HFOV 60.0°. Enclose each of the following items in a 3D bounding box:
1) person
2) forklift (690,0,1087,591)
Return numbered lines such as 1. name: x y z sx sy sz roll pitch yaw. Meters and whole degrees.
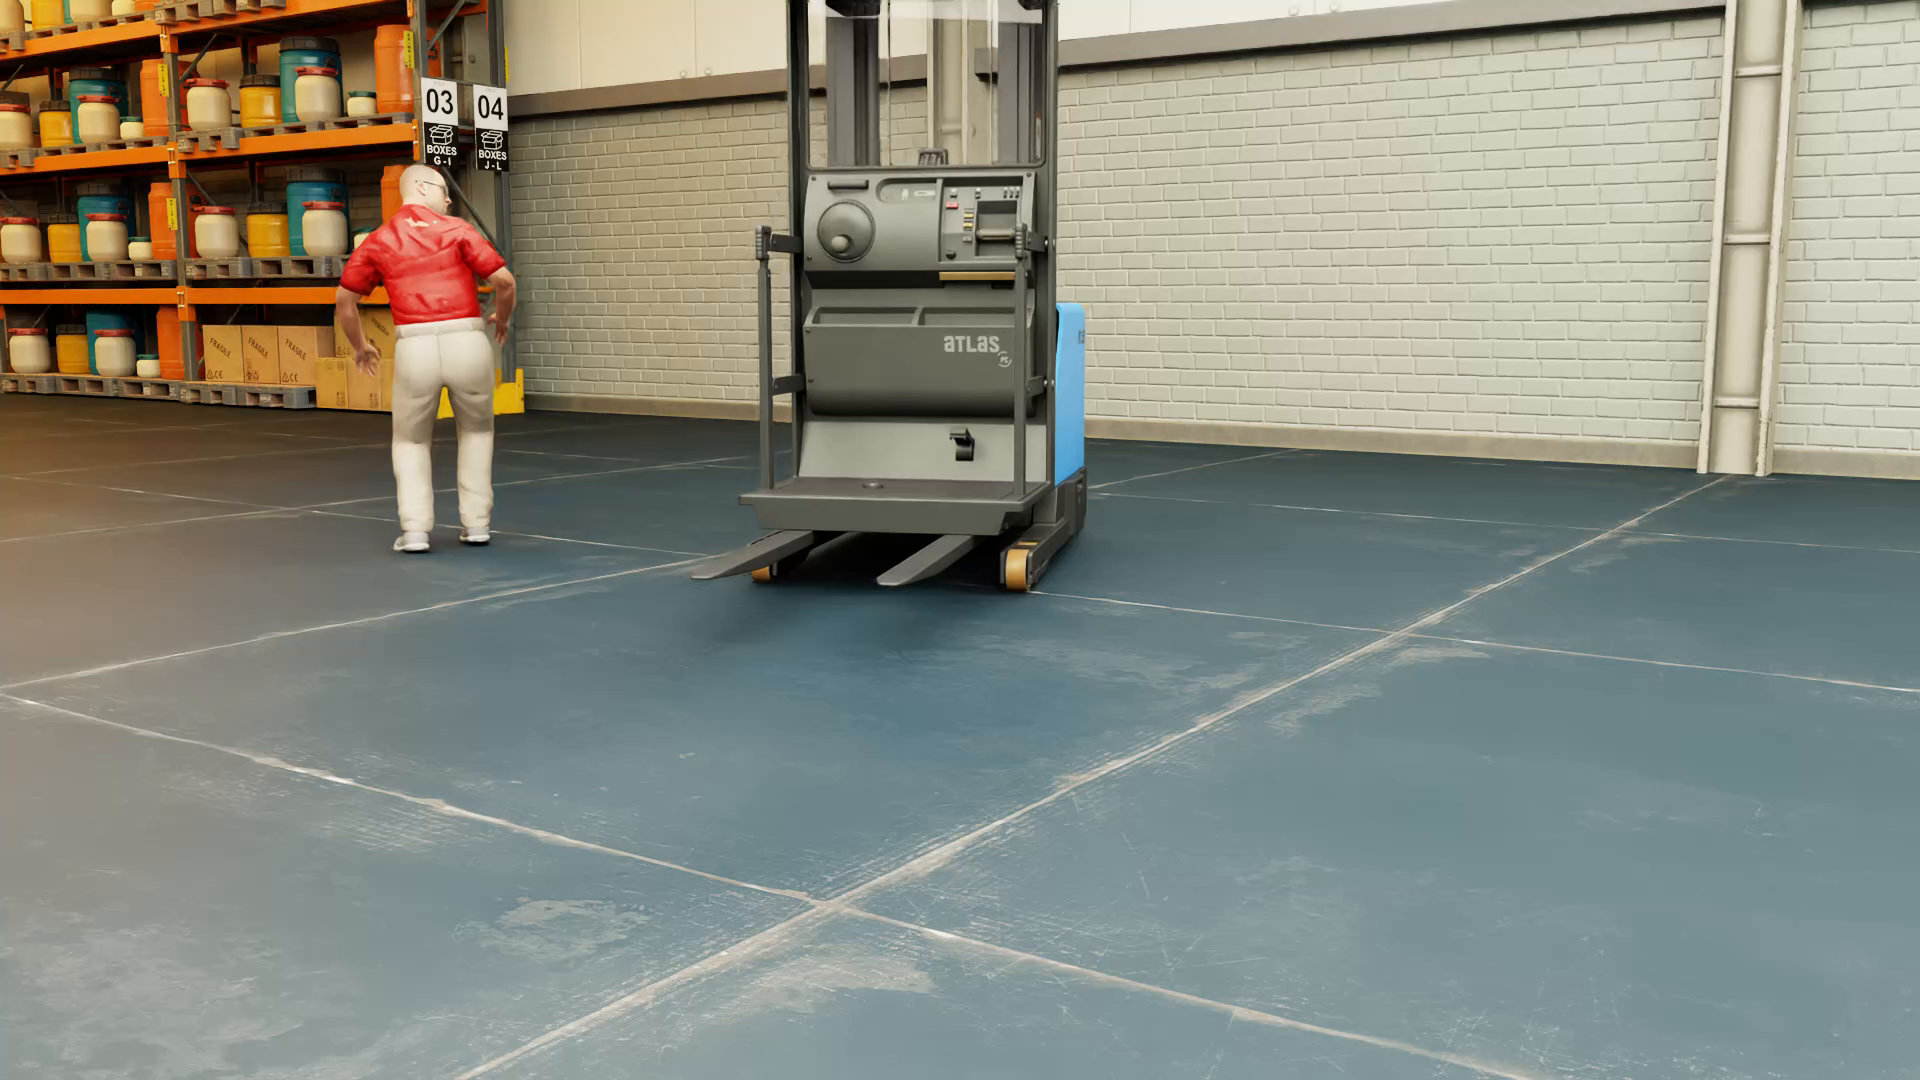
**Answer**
1. person: -2.322 -0.790 7.294 0.763 1.681 0.515 -1 8 -10
2. forklift: -0.206 -1.313 6.425 1.130 2.935 3.031 2 8 12
